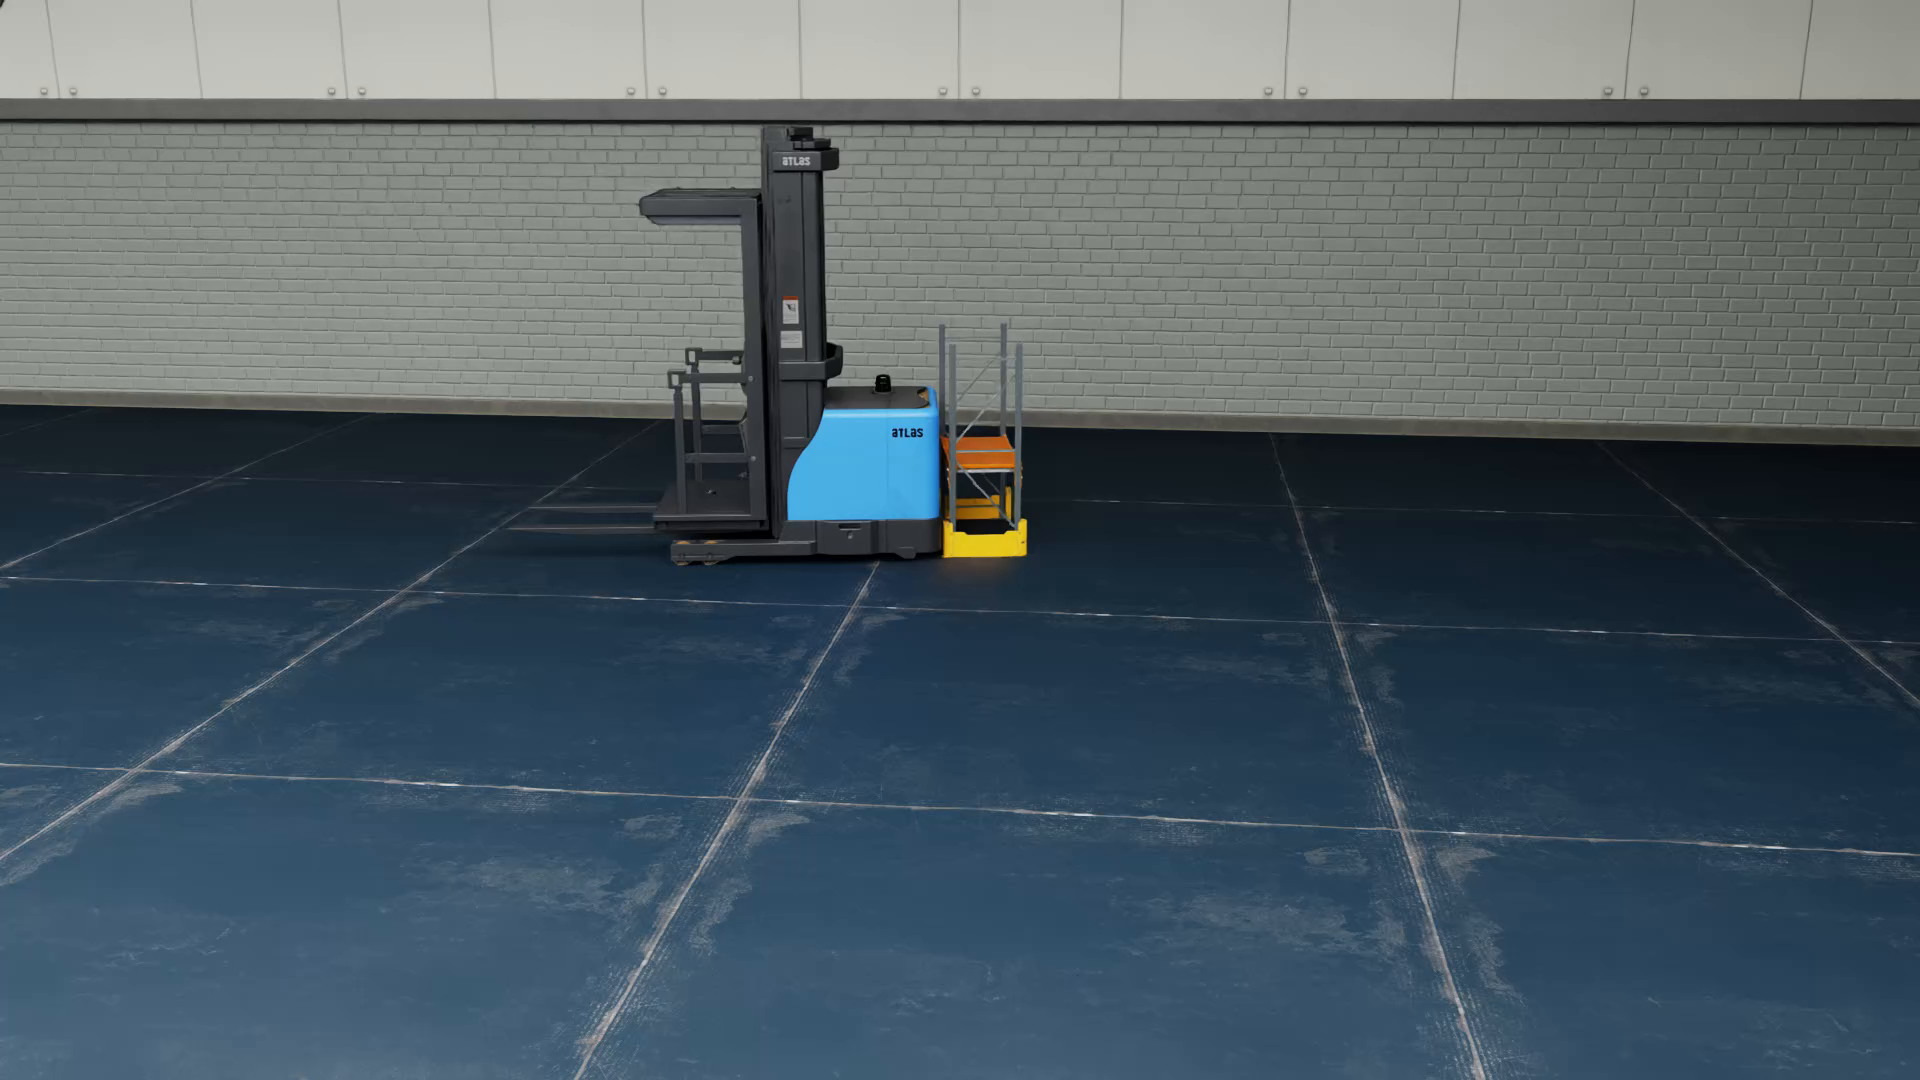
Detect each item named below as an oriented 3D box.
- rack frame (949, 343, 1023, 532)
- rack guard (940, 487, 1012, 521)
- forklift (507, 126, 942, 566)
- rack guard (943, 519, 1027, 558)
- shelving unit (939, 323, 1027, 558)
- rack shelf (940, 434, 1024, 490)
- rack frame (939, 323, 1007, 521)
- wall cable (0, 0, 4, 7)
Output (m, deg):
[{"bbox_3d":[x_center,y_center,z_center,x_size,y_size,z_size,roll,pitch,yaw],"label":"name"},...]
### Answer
[{"bbox_3d":[0.177,-0.616,11.565,0.500,1.500,0.032,-1,15,-4],"label":"rack frame"},{"bbox_3d":[0.098,-0.272,12.688,0.587,0.250,0.087,-1,15,-4],"label":"rack guard"},{"bbox_3d":[-1.659,-1.379,11.647,3.031,2.935,1.130,-1,15,-2],"label":"forklift"},{"bbox_3d":[0.177,-0.013,11.729,0.587,0.250,0.087,-1,15,-4],"label":"rack guard"},{"bbox_3d":[0.137,-0.746,12.046,0.587,1.500,1.083,-1,15,-4],"label":"shelving unit"},{"bbox_3d":[0.137,-0.574,12.101,0.538,0.185,1.000,-1,15,-4],"label":"rack shelf"},{"bbox_3d":[0.096,-0.880,12.543,0.500,1.500,0.032,-1,15,-4],"label":"rack frame"},{"bbox_3d":[-10.445,-7.409,15.809,2.305,6.003,0.169,2,15,6],"label":"wall cable"}]
